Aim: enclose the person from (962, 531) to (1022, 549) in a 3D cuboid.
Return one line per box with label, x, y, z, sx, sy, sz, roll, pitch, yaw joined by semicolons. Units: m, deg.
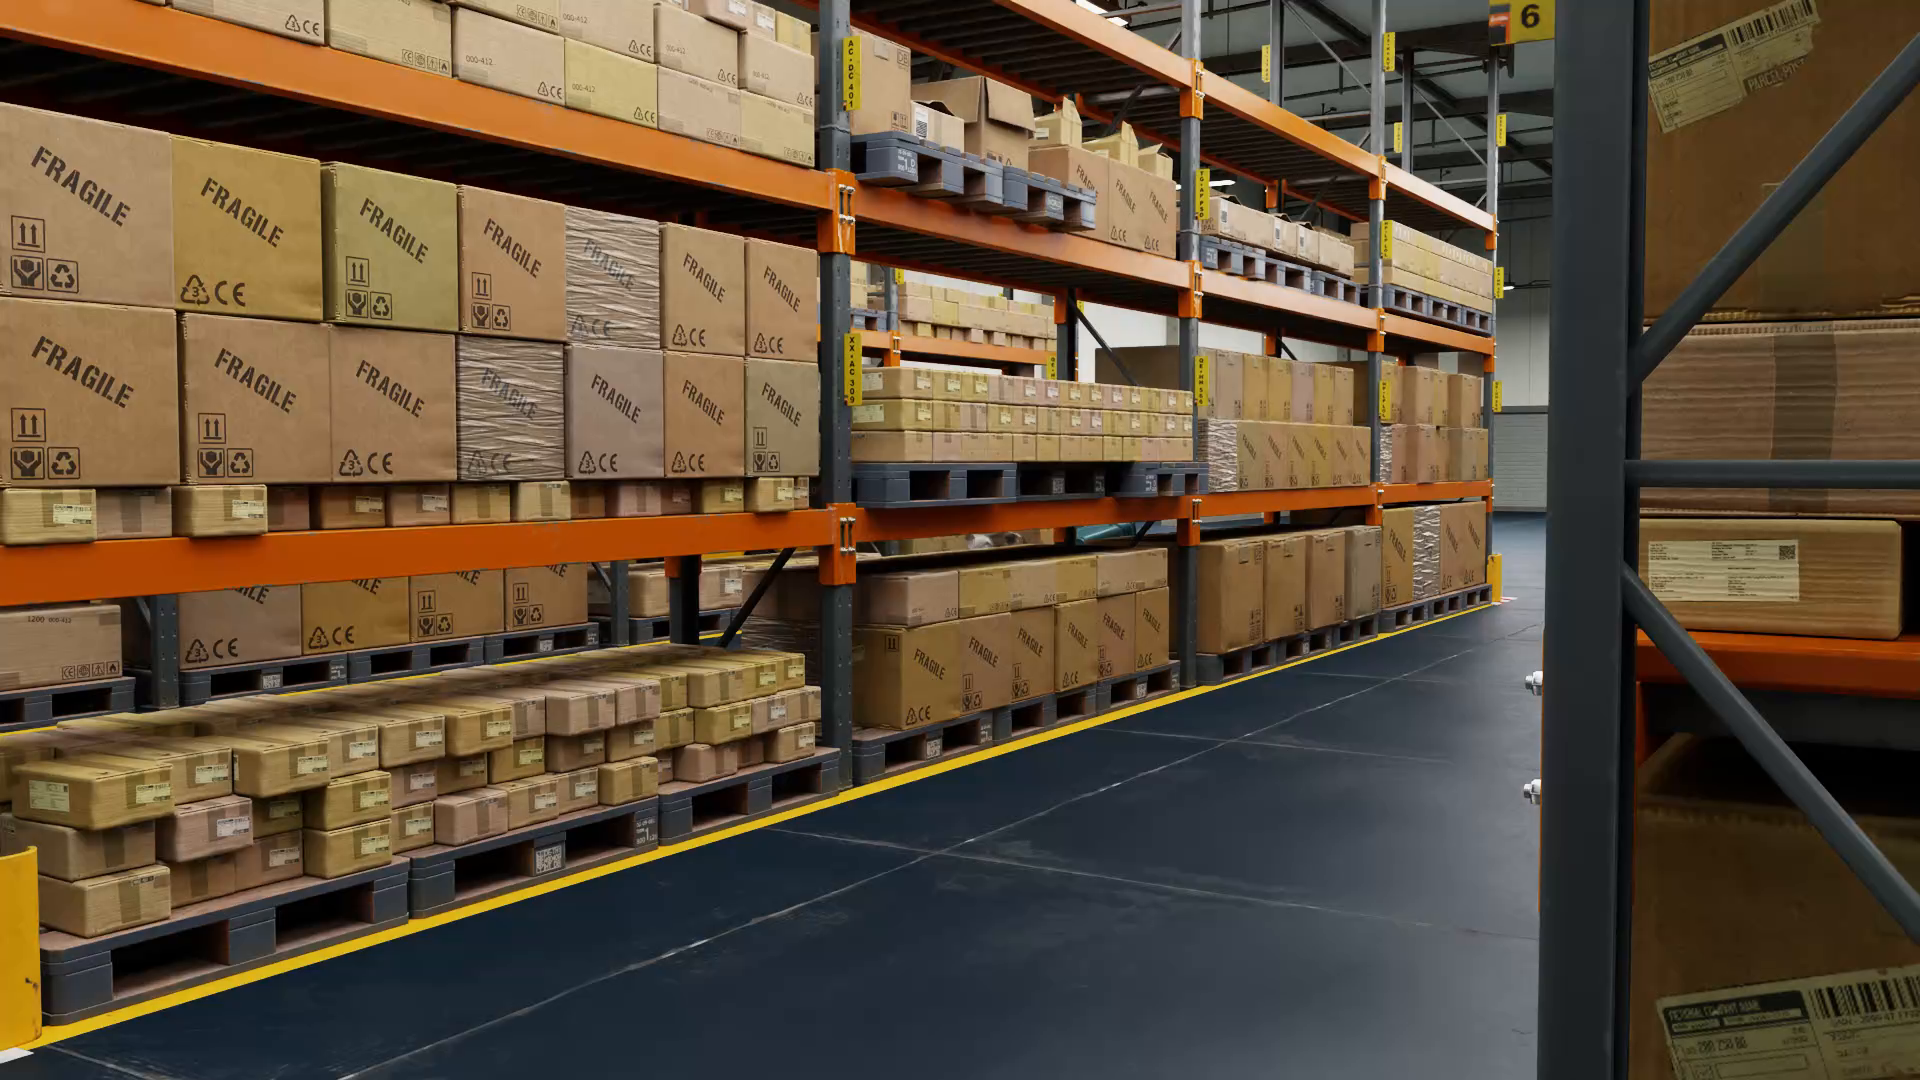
person;0.246;-0.007;13.507;0.400;1.763;0.534;2;3;32
